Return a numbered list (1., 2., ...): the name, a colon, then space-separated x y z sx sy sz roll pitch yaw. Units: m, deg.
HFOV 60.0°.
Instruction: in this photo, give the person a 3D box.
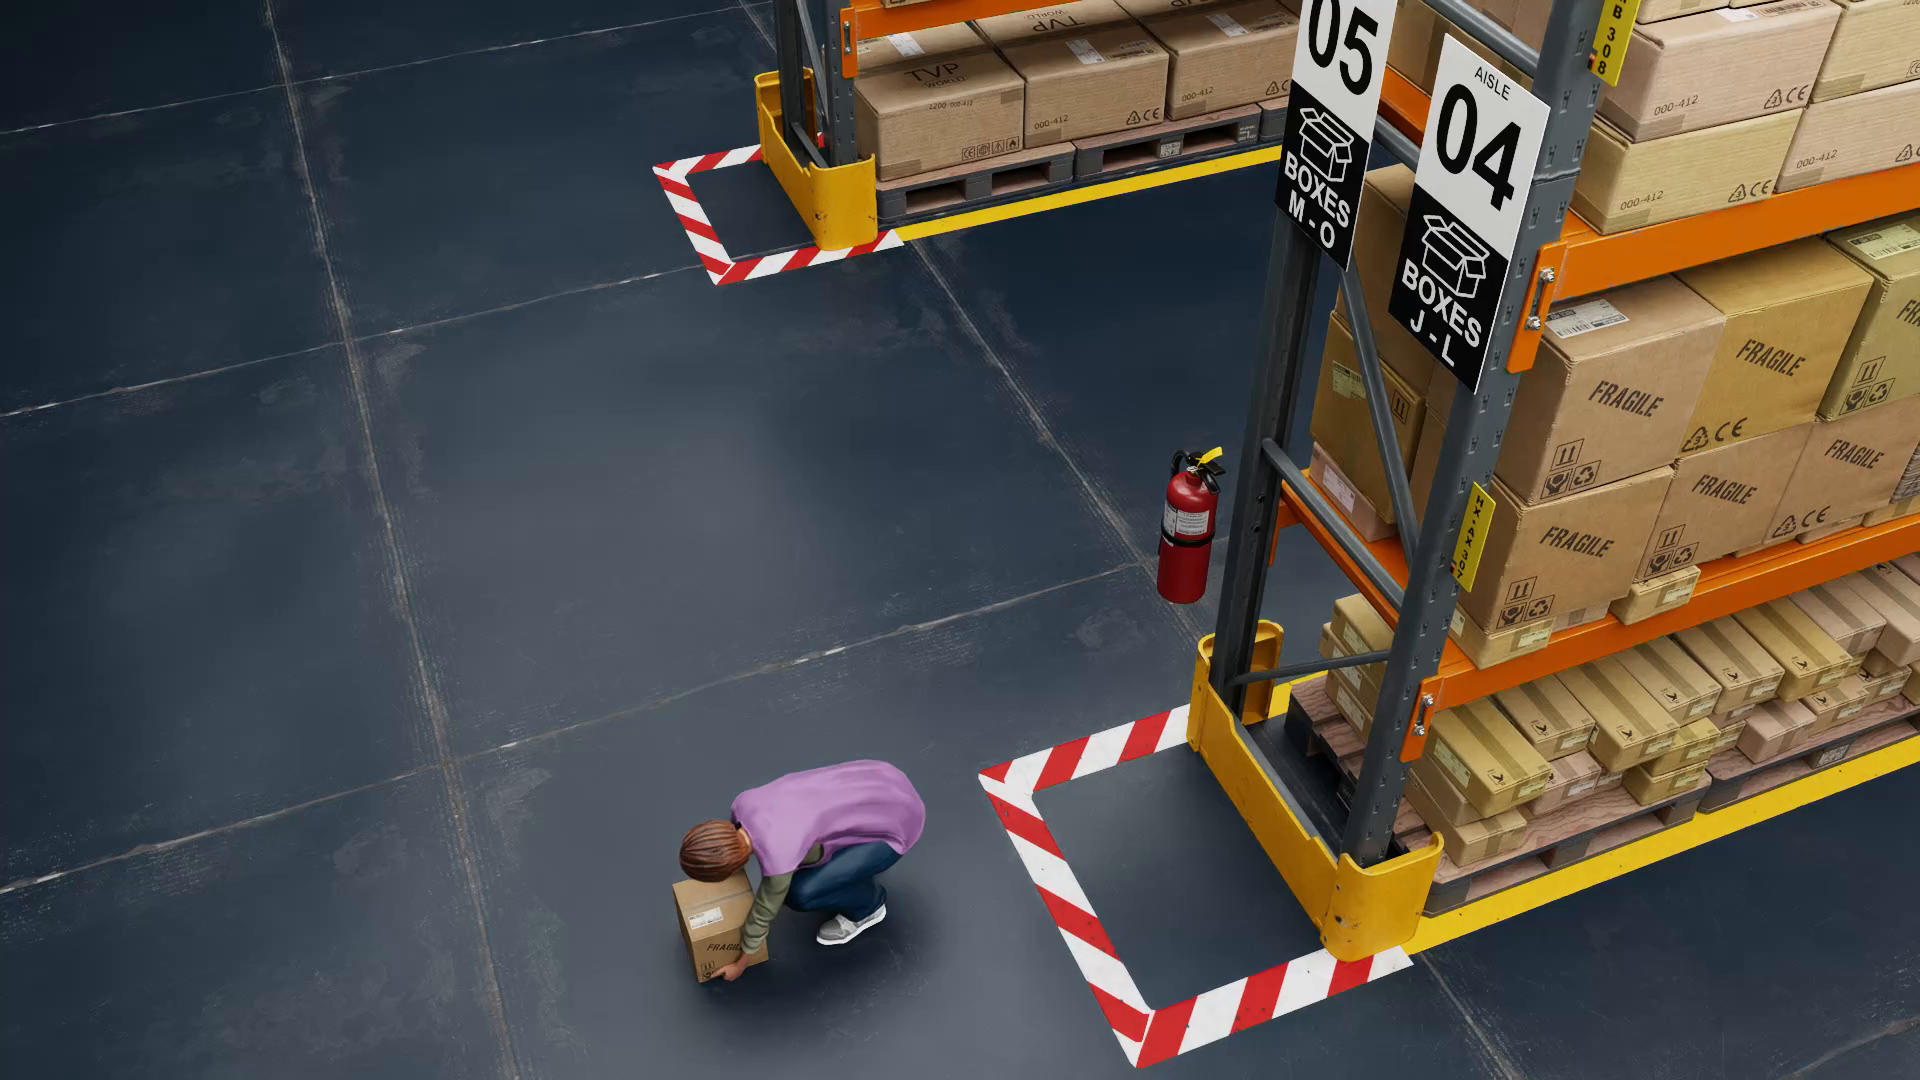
1. person: -0.525 1.087 5.674 0.855 0.709 0.418 -16 45 -17
